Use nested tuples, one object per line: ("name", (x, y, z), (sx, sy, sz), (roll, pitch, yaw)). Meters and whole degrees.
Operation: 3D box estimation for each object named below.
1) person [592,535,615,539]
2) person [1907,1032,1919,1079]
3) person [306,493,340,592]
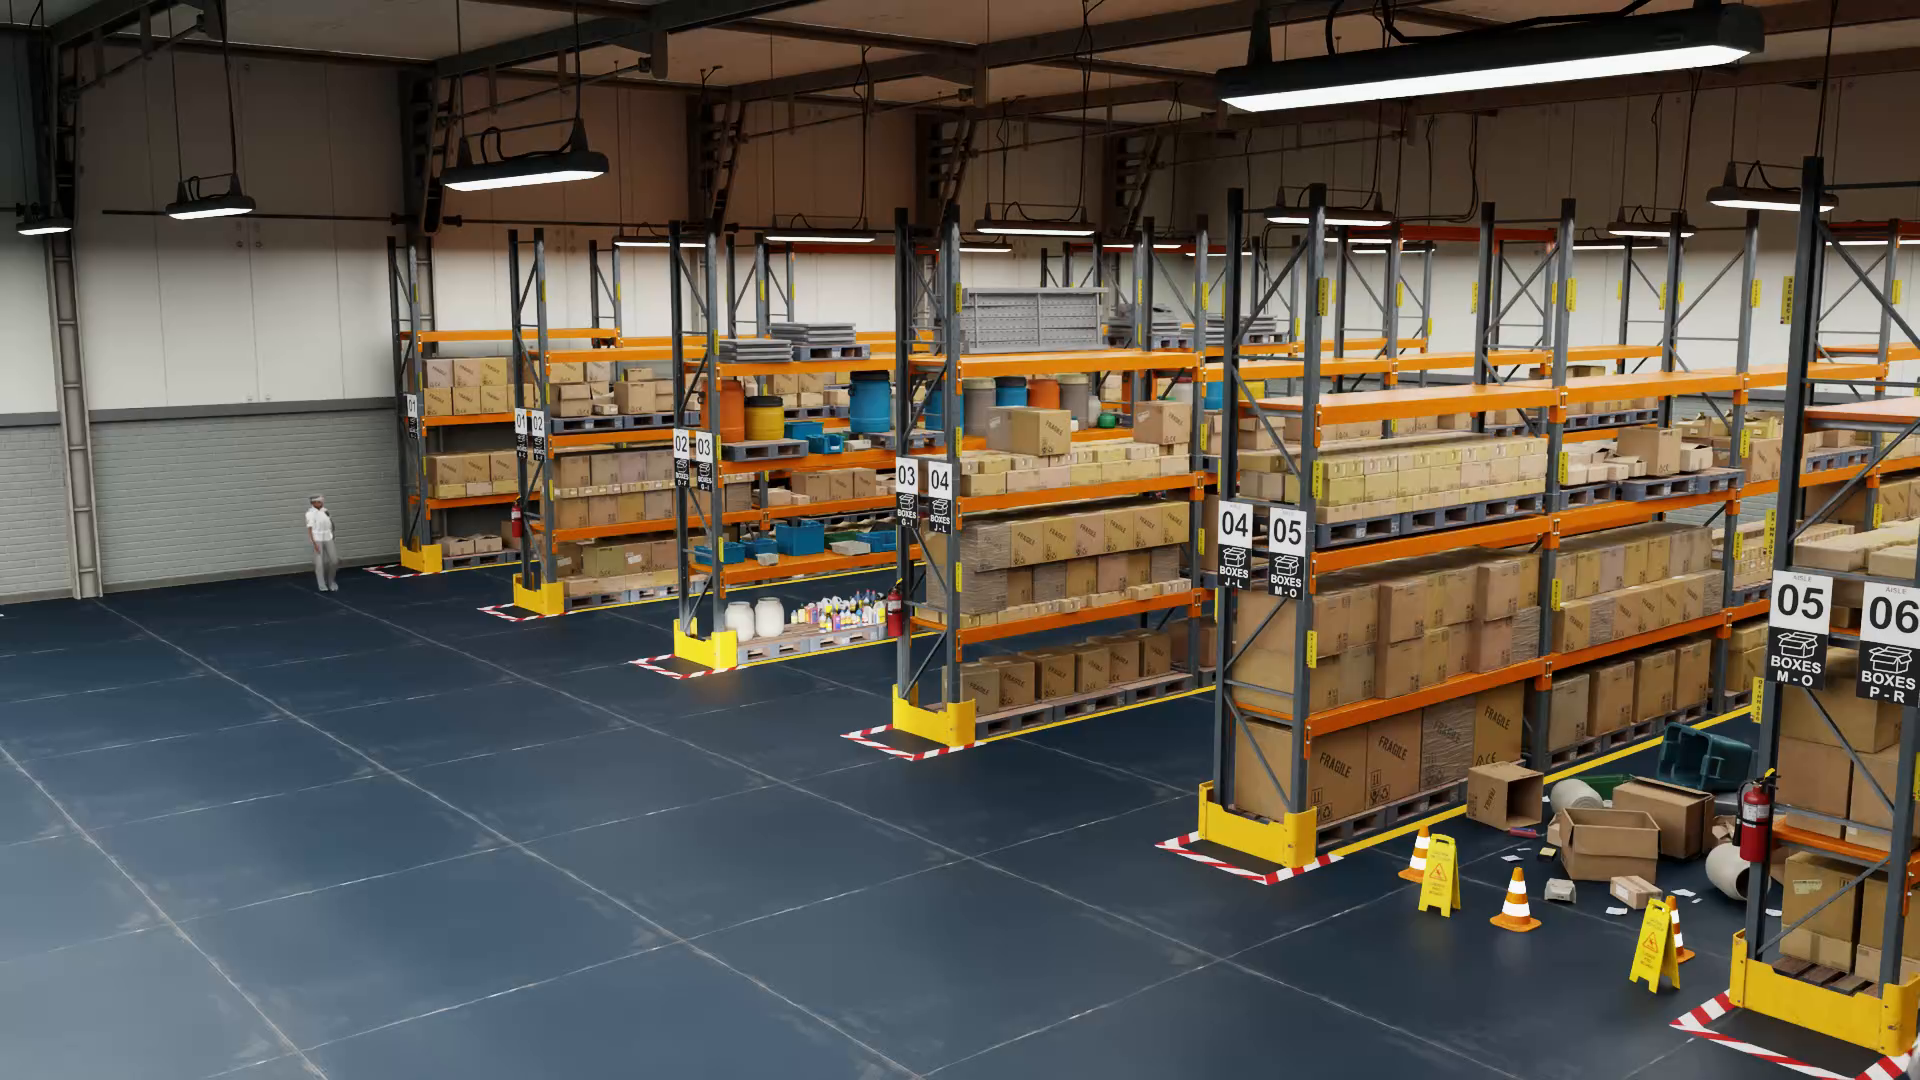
("person", (-6.230, -0.181, 29.202), (0.563, 1.801, 0.571), (-2, 9, -13))
("person", (5.751, 2.890, 9.703), (0.439, 1.714, 0.496), (4, 10, 23))
("person", (-10.724, 0.050, 27.940), (0.462, 1.685, 0.463), (-6, 11, -36))
